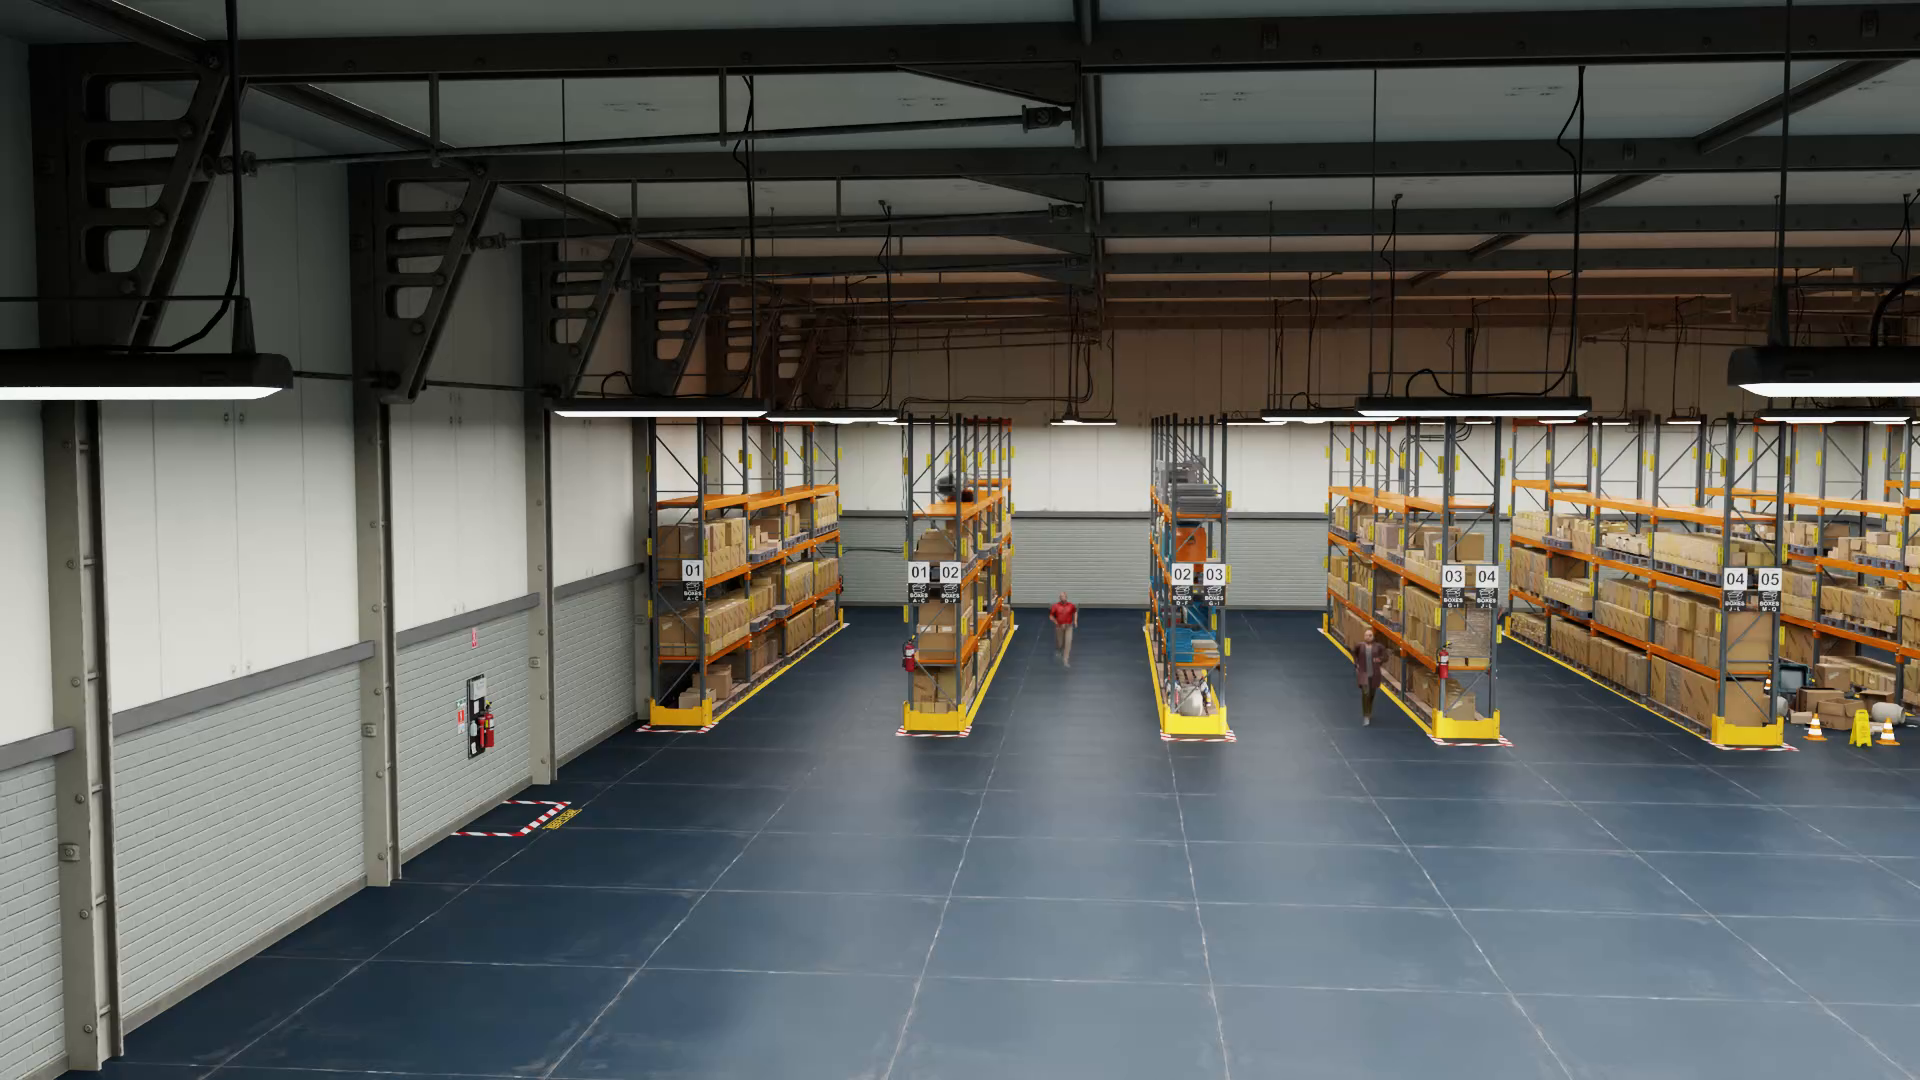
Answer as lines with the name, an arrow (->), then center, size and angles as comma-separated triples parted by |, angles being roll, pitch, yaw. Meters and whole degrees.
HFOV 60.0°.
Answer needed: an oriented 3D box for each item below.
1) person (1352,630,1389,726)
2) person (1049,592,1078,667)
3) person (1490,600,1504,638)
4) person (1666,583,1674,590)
person -> 7.989, 2.651, 32.367 | 0.680, 1.815, 0.979 | 1, 4, 10
person -> 2.388, 2.032, 38.087 | 0.678, 1.679, 0.917 | 0, 4, -5
person -> 13.571, 2.080, 42.474 | 0.616, 1.606, 0.550 | 1, 4, 8
person -> 20.142, 1.797, 47.126 | 0.520, 1.543, 0.584 | 1, 4, 15
